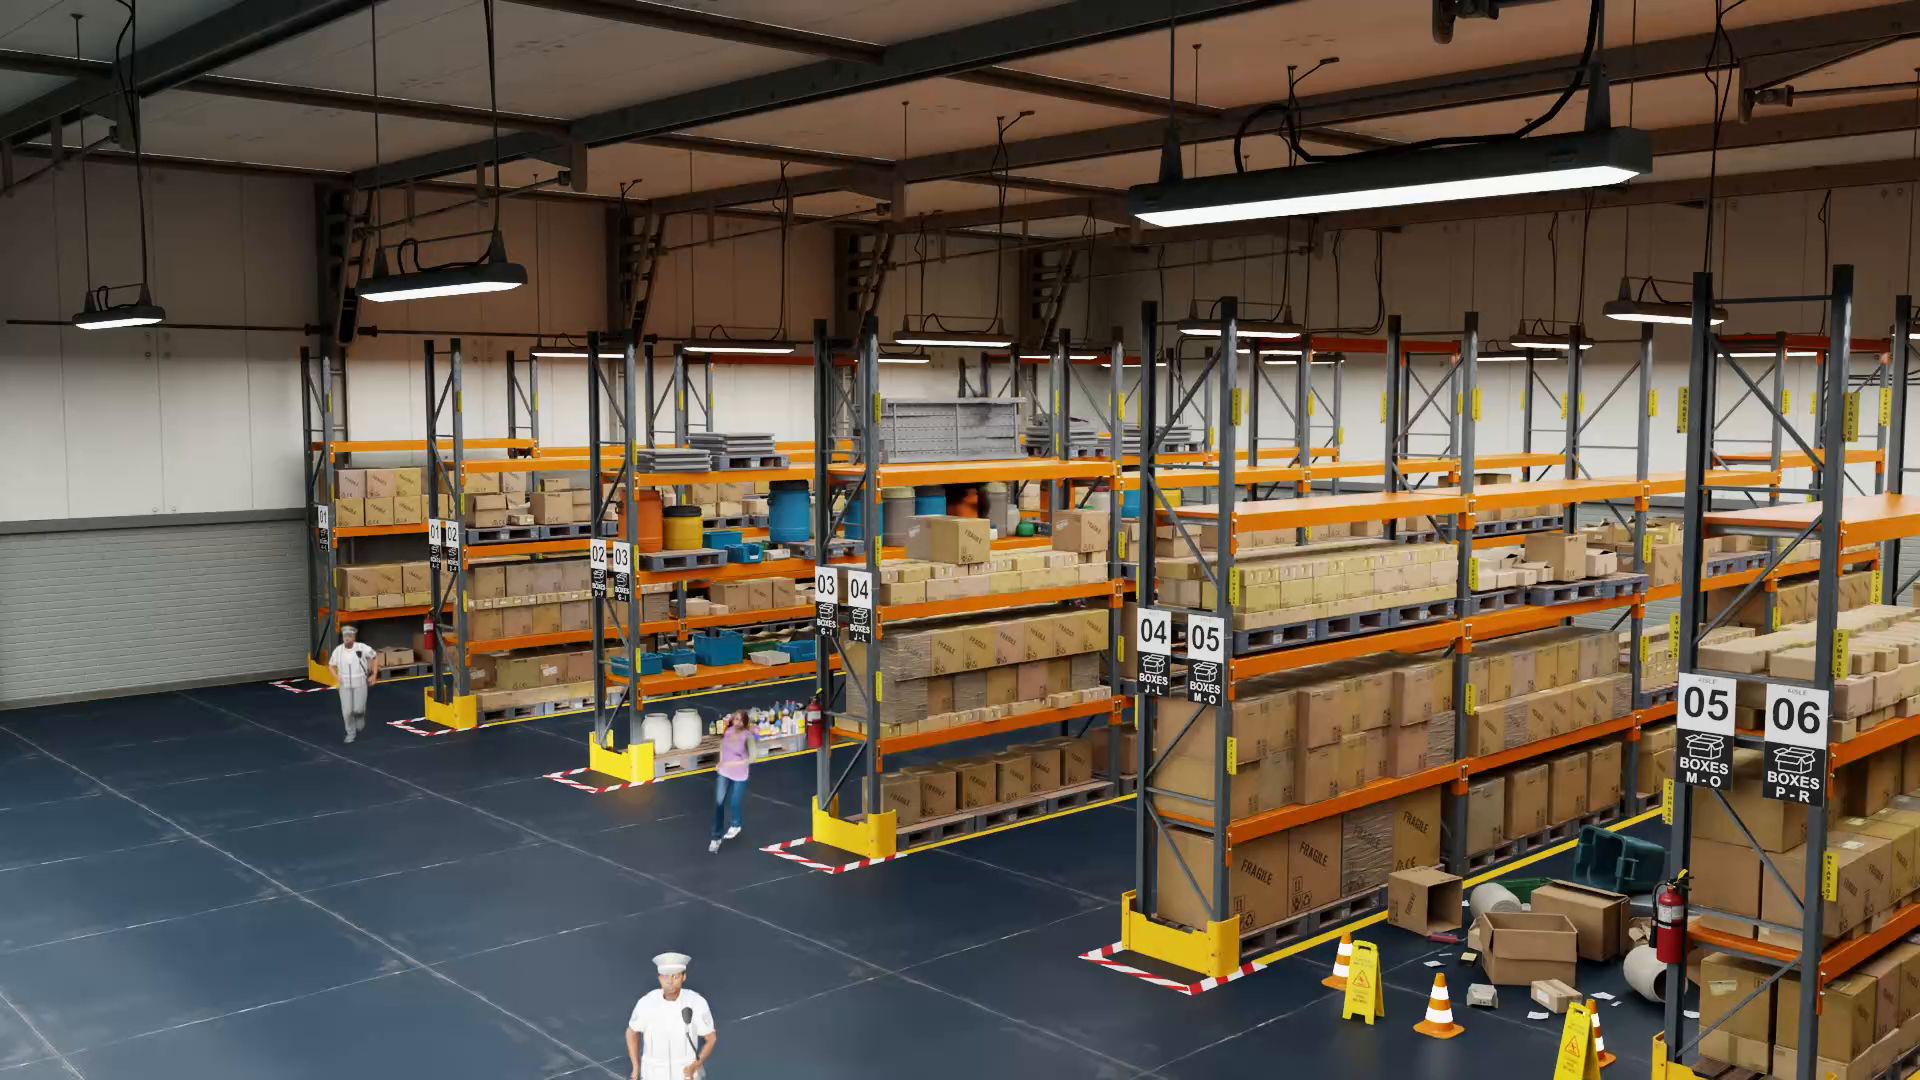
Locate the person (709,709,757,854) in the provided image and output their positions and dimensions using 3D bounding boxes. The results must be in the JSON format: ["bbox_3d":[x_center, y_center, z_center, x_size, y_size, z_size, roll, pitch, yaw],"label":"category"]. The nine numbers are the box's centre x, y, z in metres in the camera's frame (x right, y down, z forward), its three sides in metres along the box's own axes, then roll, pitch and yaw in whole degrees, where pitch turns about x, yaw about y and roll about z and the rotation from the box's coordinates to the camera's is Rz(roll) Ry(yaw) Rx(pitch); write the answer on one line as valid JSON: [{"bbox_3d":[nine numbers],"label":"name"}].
[{"bbox_3d":[-2.532,2.718,18.940,0.522,1.619,0.688,1,5,11],"label":"person"}]

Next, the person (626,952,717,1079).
[{"bbox_3d":[-1.833,3.422,10.564,0.581,1.660,0.555,-1,5,-7],"label":"person"}]

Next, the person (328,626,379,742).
[{"bbox_3d":[-9.005,2.136,24.680,0.698,1.749,0.634,-1,5,-11],"label":"person"}]
